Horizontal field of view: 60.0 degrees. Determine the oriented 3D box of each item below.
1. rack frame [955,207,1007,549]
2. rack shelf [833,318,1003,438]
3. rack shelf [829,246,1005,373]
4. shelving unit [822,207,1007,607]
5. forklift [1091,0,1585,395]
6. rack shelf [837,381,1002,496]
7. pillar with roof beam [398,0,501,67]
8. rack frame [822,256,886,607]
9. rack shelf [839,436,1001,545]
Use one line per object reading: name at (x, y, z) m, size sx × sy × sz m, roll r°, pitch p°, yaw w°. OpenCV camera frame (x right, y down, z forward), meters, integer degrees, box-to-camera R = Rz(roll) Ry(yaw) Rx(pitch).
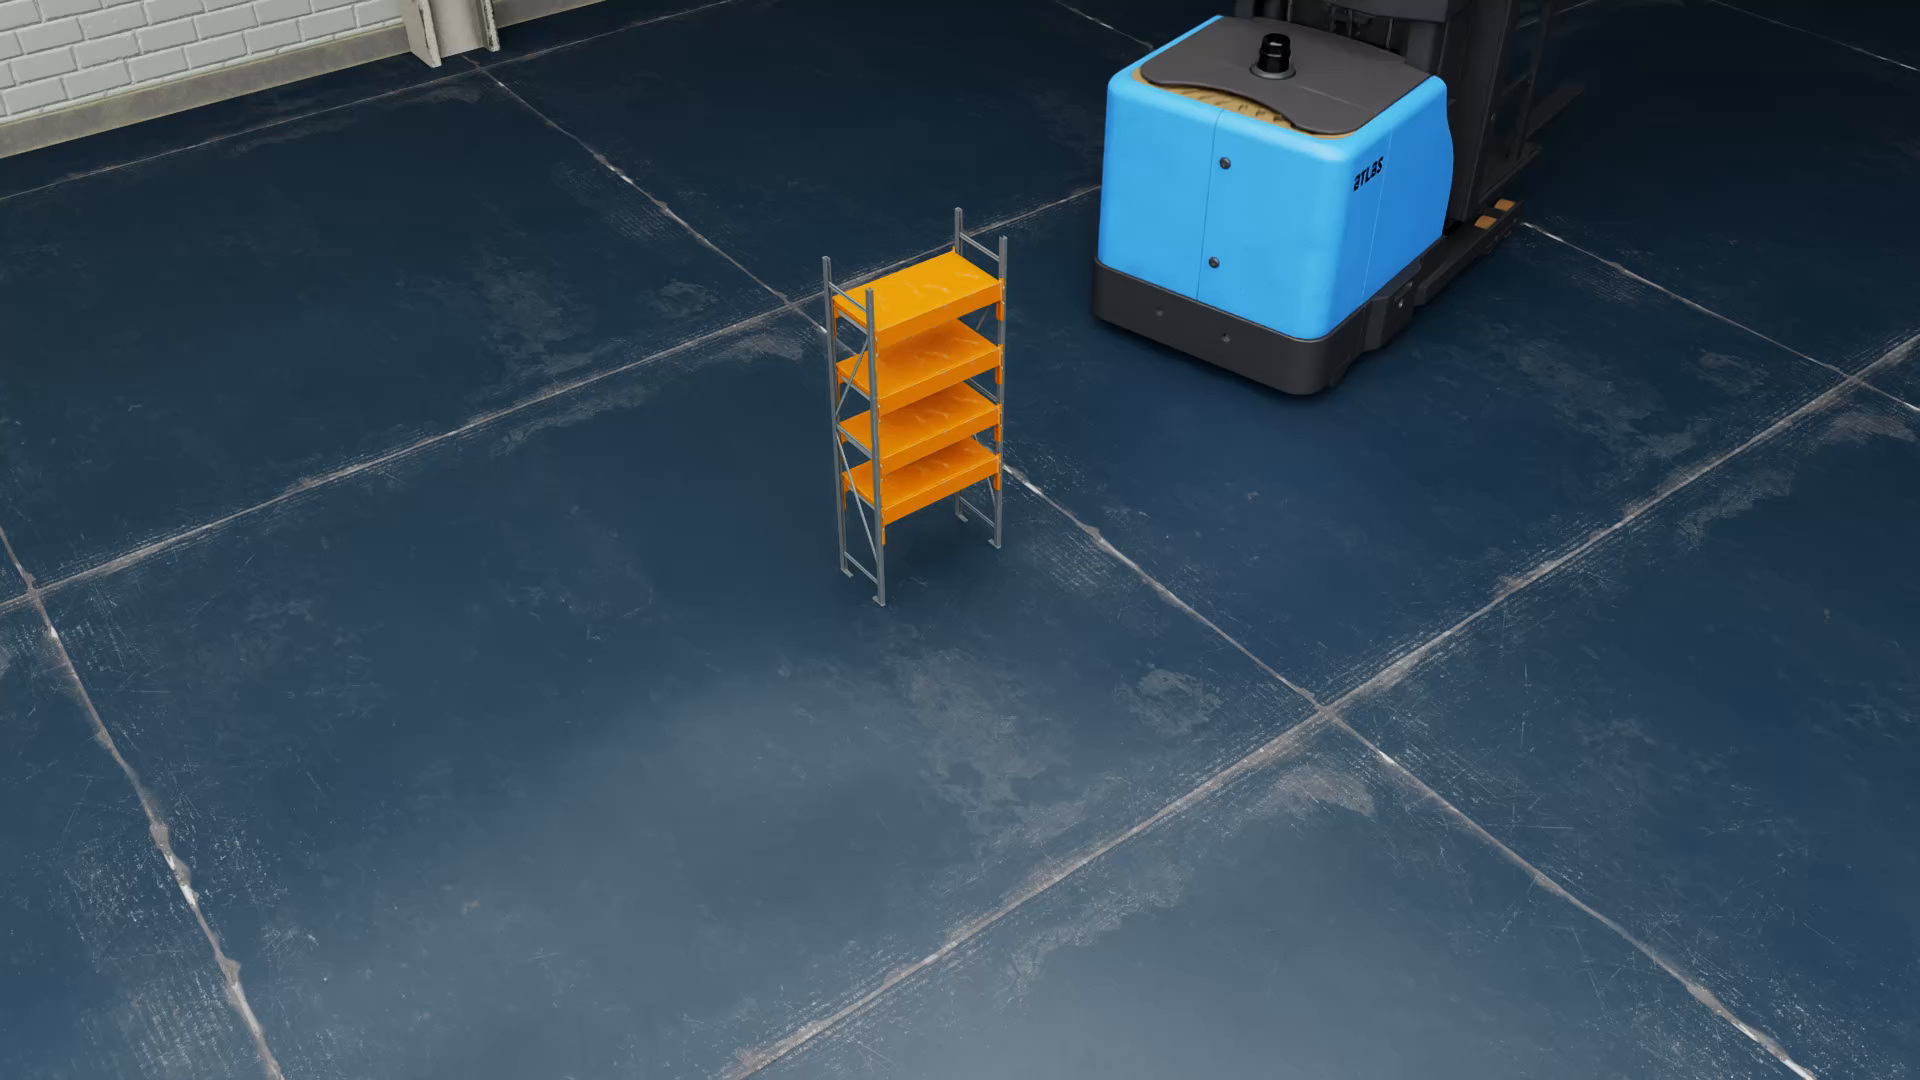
rack frame at (0.062, -0.494, 5.406) m, size 0.015 × 1.200 × 0.240 m, roll -26°, pitch 46°, yaw -28°
rack shelf at (-0.131, -0.521, 5.192) m, size 0.480 × 0.148 × 0.258 m, roll -26°, pitch 46°, yaw -28°
rack shelf at (-0.131, -0.704, 5.042) m, size 0.480 × 0.148 × 0.258 m, roll -26°, pitch 46°, yaw -28°
shelving unit at (-0.131, -0.400, 5.291) m, size 0.503 × 1.200 × 0.258 m, roll -26°, pitch 46°, yaw -28°
forklift at (1.842, -2.558, 6.558) m, size 1.130 × 2.935 × 3.031 m, roll 27°, pitch 46°, yaw 29°
rack shelf at (-0.131, -0.348, 5.334) m, size 0.480 × 0.148 × 0.258 m, roll -26°, pitch 46°, yaw -28°
pillar with roof beam at (-0.105, -3.966, 3.489) m, size 0.400 × 9.000 × 9.100 m, roll -26°, pitch 46°, yaw -28°
rack frame at (-0.325, -0.306, 5.176) m, size 0.015 × 1.200 × 0.240 m, roll -26°, pitch 46°, yaw -28°
rack shelf at (-0.131, -0.194, 5.460) m, size 0.480 × 0.148 × 0.258 m, roll -26°, pitch 46°, yaw -28°
